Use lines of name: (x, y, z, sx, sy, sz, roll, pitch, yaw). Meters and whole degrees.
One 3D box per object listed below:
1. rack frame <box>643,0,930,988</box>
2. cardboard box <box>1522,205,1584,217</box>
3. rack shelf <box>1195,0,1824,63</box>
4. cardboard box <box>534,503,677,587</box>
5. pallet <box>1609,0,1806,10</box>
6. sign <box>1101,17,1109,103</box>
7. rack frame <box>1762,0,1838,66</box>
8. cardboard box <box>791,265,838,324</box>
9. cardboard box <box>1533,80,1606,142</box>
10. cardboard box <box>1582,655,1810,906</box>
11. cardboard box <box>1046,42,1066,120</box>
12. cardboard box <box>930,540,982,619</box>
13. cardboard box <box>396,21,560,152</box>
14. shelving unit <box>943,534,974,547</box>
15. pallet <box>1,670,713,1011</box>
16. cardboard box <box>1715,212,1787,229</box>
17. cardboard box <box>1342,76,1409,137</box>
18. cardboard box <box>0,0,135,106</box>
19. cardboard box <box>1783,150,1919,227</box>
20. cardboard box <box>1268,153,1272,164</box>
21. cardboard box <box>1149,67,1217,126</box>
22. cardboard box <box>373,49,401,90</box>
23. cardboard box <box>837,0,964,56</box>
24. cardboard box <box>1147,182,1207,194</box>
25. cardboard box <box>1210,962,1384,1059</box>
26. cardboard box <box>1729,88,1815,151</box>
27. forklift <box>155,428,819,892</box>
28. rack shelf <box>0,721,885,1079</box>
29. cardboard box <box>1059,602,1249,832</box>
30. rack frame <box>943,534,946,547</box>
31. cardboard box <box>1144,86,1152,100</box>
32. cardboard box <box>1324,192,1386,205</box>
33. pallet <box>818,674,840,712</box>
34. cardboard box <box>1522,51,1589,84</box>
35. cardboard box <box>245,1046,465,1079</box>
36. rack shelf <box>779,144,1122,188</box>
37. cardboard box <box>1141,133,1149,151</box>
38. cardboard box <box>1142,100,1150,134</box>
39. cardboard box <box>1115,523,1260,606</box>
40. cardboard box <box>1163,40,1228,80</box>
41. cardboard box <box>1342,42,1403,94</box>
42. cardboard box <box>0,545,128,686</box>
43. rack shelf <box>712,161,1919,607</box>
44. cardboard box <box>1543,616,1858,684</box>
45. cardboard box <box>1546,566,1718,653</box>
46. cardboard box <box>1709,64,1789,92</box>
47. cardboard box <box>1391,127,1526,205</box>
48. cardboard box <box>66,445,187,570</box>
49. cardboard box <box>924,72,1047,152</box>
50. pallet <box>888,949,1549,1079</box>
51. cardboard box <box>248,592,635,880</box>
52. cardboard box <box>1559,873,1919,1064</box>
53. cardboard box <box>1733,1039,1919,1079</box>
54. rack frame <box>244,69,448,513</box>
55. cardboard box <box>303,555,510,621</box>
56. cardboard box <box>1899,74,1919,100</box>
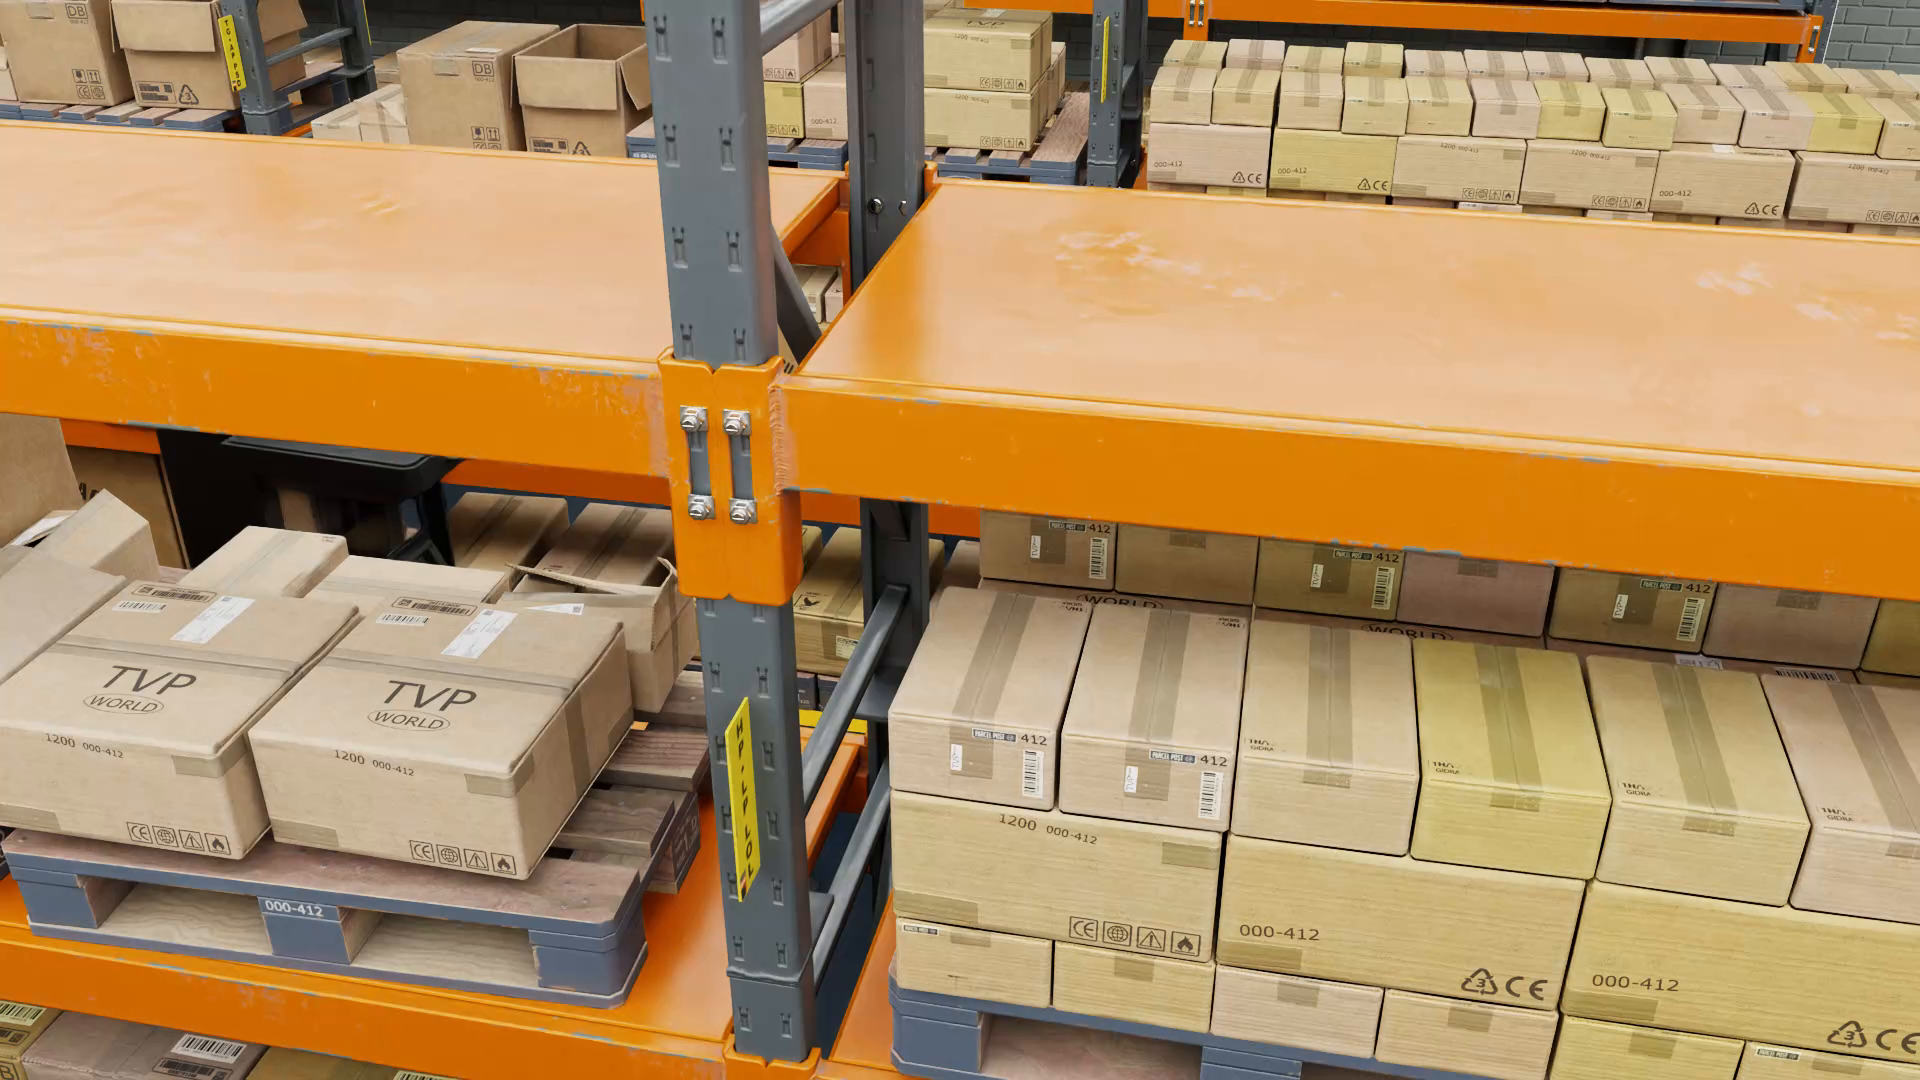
rack frame: (-0.229, -0.805, 2.511, 0.127, 3.000, 1.000, 6, 29, 11)
cardboard box: (2.470, -1.412, 7.006, 0.250, 0.149, 0.380, 6, 29, 11)
rack shelf: (3.695, -3.639, 11.561, 4.000, 0.370, 1.077, 6, 29, 11)
cardboard box: (-1.932, 0.191, 9.239, 0.625, 0.372, 0.950, 5, 29, 10)
pallet: (4.965, -3.799, 11.195, 1.213, 0.211, 1.003, 6, 29, 11)
sign: (0.594, -1.962, 6.801, 0.005, 0.325, 0.100, 6, 29, 11)
rack frame: (5.651, -2.439, 11.743, 0.127, 3.000, 1.000, 6, 29, 11)
cardboard box: (-0.742, -1.171, 7.901, 0.250, 0.149, 0.380, 5, 29, 8)
cardboard box: (2.483, -1.762, 6.814, 0.250, 0.149, 0.380, 6, 29, 12)
cardboard box: (1.054, 0.341, 2.432, 0.250, 0.149, 0.380, 6, 29, 11)
cardboard box: (0.218, -2.189, 7.883, 0.500, 0.250, 0.500, 5, 29, 9)
cardboard box: (0.192, 0.409, 8.841, 0.625, 0.372, 0.950, 6, 29, 11)
cardboard box: (-2.281, -2.169, 8.023, 0.500, 0.500, 0.700, 6, 29, 11)
shelving unit: (0.014, -0.525, 10.121, 0.189, 1.200, 0.258, 6, 29, 11)
pallet: (-1.136, 0.526, 3.403, 1.217, 0.209, 0.805, 5, 29, 9)
cardboard box: (3.220, -1.329, 6.853, 0.250, 0.149, 0.380, 6, 29, 10)
cardboard box: (1.714, -1.797, 6.878, 0.250, 0.149, 0.380, 6, 29, 10)
cardboard box: (-4.214, -2.463, 8.123, 0.500, 0.500, 0.700, 4, 29, 8)
cardboard box: (3.572, -1.470, 6.696, 0.500, 0.250, 0.500, 5, 29, 10)
cardboard box: (1.307, -1.759, 7.639, 0.250, 0.149, 0.380, 6, 29, 11)
cardboard box: (0.946, -1.879, 7.028, 0.250, 0.149, 0.380, 5, 29, 10)
cardboard box: (-4.384, -3.586, 13.297, 0.500, 0.500, 0.700, 6, 29, 10)
cardboard box: (-0.271, -2.454, 7.845, 0.500, 0.250, 0.500, 5, 29, 9)
cardboard box: (0.962, -1.566, 7.286, 0.250, 0.149, 0.380, 5, 29, 10)
cardboard box: (0.553, 0.640, 2.716, 0.250, 0.149, 0.380, 6, 29, 10)
cardboard box: (3.253, -1.696, 6.694, 0.250, 0.149, 0.380, 6, 29, 11)
forklift: (-2.156, 0.349, 6.722, 3.031, 2.935, 1.130, 8, 30, 14)
rack shelf: (-2.185, 0.626, 3.771, 4.000, 0.370, 1.077, 6, 29, 11)
cardboard box: (0.306, 0.264, 2.572, 0.250, 0.149, 0.380, 6, 29, 10)
rack frame: (-0.075, -0.534, 10.138, 0.006, 1.200, 0.240, 6, 29, 11)
cardboard box: (1.440, -3.304, 12.544, 0.250, 0.149, 0.380, 5, 29, 9)
cardboard box: (1.706, -1.498, 7.163, 0.250, 0.149, 0.380, 7, 29, 12)
pallet: (-0.056, 0.638, 9.028, 1.213, 0.211, 1.003, 6, 29, 11)
cardboard box: (2.598, -2.024, 7.292, 0.250, 0.149, 0.380, 6, 29, 11)
cardboard box: (-1.219, 1.246, 3.866, 0.500, 0.500, 0.700, 5, 29, 10)
rack shelf: (-1.250, -1.709, 8.036, 4.000, 0.370, 1.077, 6, 29, 11)
cardboard box: (1.205, -2.922, 12.262, 0.500, 0.250, 0.500, 5, 29, 9)
cardboard box: (1.358, -3.098, 12.168, 0.250, 0.149, 0.380, 7, 29, 12)
cardboard box: (0.443, -0.044, 3.136, 0.250, 0.149, 0.380, 6, 29, 10)
cardboard box: (1.061, -2.134, 7.494, 0.250, 0.149, 0.380, 6, 29, 12)
cardboard box: (1.849, -2.112, 7.453, 0.250, 0.149, 0.380, 7, 29, 12)
cardboard box: (-1.989, 0.249, 3.261, 0.500, 0.311, 0.500, 5, 29, 9)
rack shelf: (1.727, -0.113, 2.414, 4.000, 0.370, 1.077, 6, 29, 11)
cardboard box: (1.289, 0.249, 3.015, 0.500, 0.250, 0.500, 6, 29, 10)
cardboard box: (1.186, 0.031, 2.997, 0.250, 0.149, 0.380, 6, 29, 11)
cardboard box: (3.339, -1.906, 7.077, 0.250, 0.149, 0.380, 6, 29, 10)
cardboard box: (2.072, -1.612, 6.956, 0.500, 0.250, 0.500, 6, 29, 11)
cardboard box: (-4.735, -0.361, 9.724, 0.875, 0.875, 0.875, 6, 29, 11)
cardboard box: (0.104, -1.933, 7.414, 0.500, 0.250, 0.500, 5, 29, 10)
pallet: (0.569, 0.637, 3.094, 1.213, 0.211, 1.003, 6, 29, 11)
cardboard box: (-0.953, 0.353, 3.135, 0.500, 0.250, 0.500, 6, 29, 11)
cardboard box: (1.178, 0.499, 2.559, 0.500, 0.250, 0.500, 6, 29, 10)
cardboard box: (1.302, 0.716, 2.577, 0.250, 0.149, 0.380, 6, 29, 11)
rack frame: (-3.206, -0.909, 8.949, 0.127, 3.000, 1.000, 6, 29, 11)
cardboard box: (-1.191, 0.172, 3.570, 0.380, 0.149, 0.250, 6, 29, 11)
cardboard box: (4.063, -1.812, 6.905, 0.250, 0.149, 0.380, 6, 29, 10)
